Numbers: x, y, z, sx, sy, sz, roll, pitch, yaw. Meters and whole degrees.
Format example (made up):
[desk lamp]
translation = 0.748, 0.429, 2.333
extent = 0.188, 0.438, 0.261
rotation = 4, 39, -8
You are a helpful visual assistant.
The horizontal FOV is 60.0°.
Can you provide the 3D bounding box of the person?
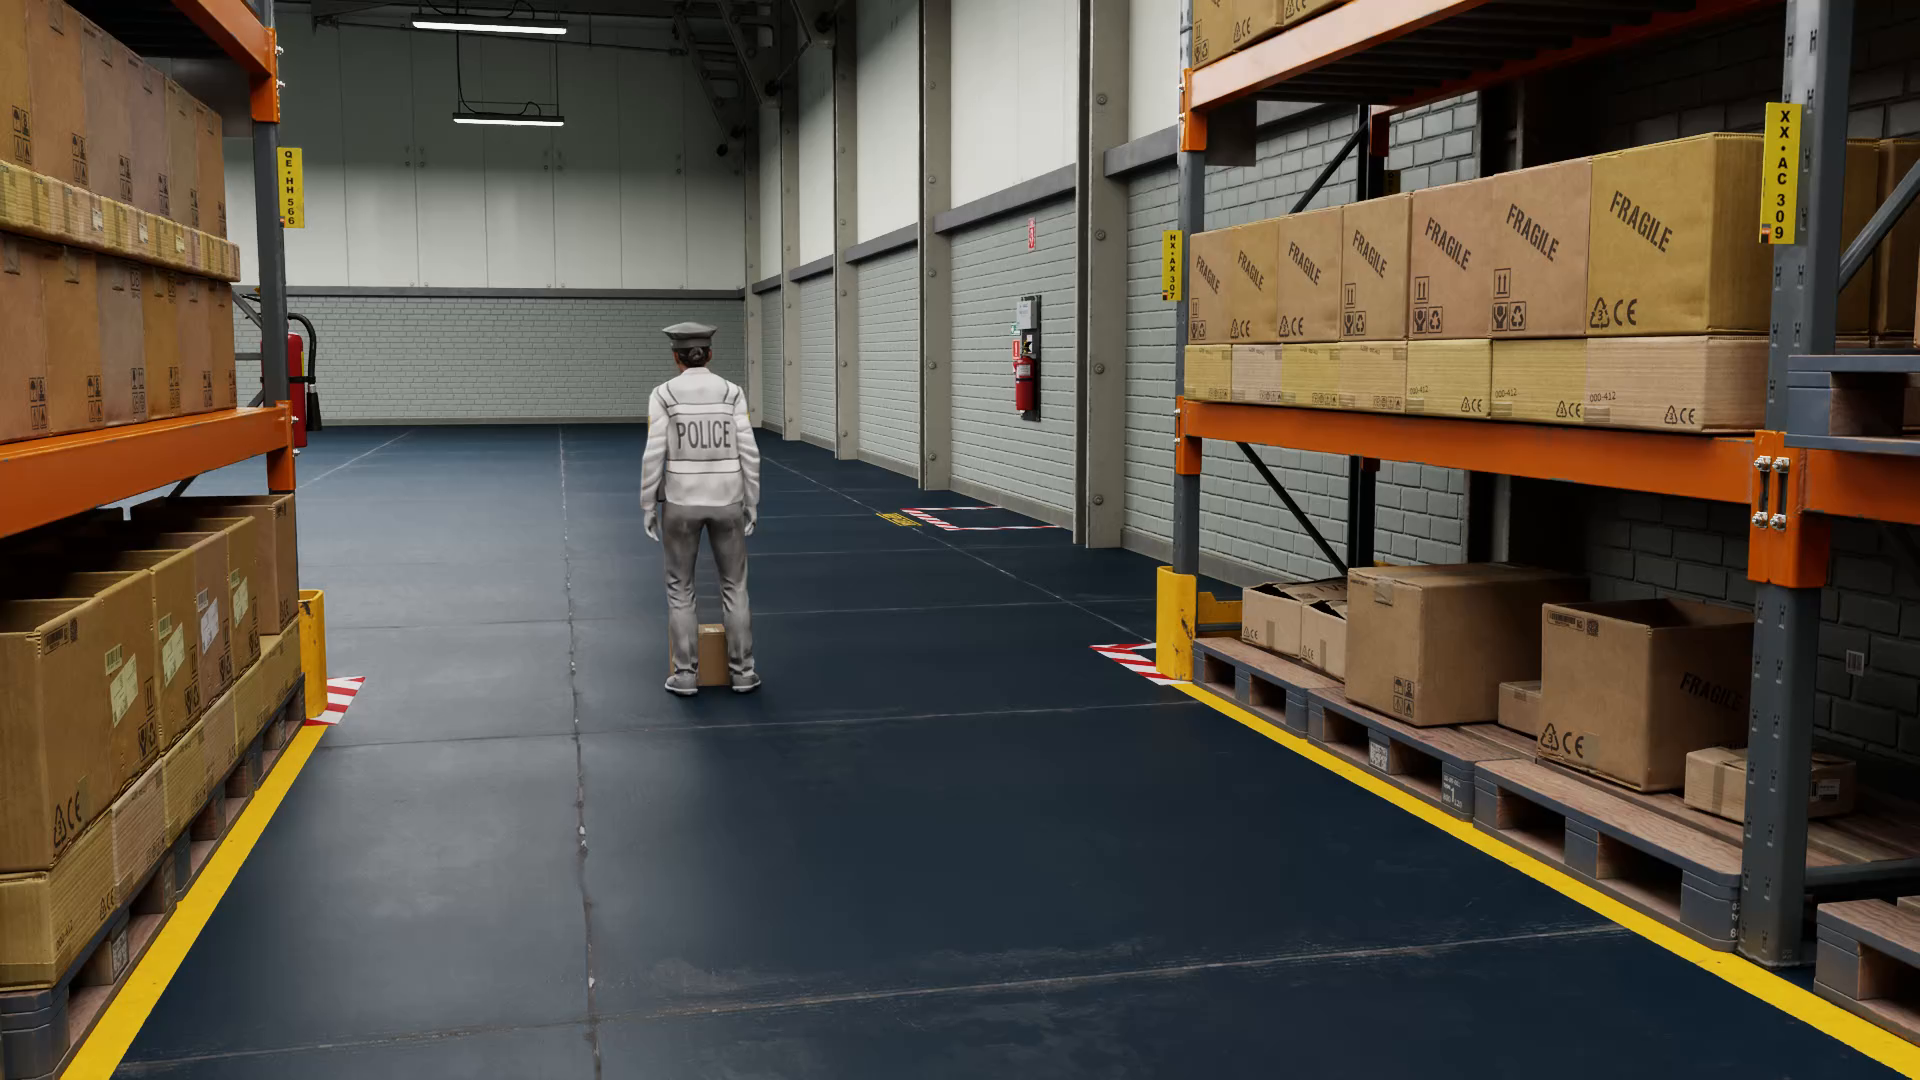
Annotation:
[person]
translation = -1.157, -0.139, 7.439
extent = 0.543, 1.662, 0.376
rotation = -2, 7, -17
